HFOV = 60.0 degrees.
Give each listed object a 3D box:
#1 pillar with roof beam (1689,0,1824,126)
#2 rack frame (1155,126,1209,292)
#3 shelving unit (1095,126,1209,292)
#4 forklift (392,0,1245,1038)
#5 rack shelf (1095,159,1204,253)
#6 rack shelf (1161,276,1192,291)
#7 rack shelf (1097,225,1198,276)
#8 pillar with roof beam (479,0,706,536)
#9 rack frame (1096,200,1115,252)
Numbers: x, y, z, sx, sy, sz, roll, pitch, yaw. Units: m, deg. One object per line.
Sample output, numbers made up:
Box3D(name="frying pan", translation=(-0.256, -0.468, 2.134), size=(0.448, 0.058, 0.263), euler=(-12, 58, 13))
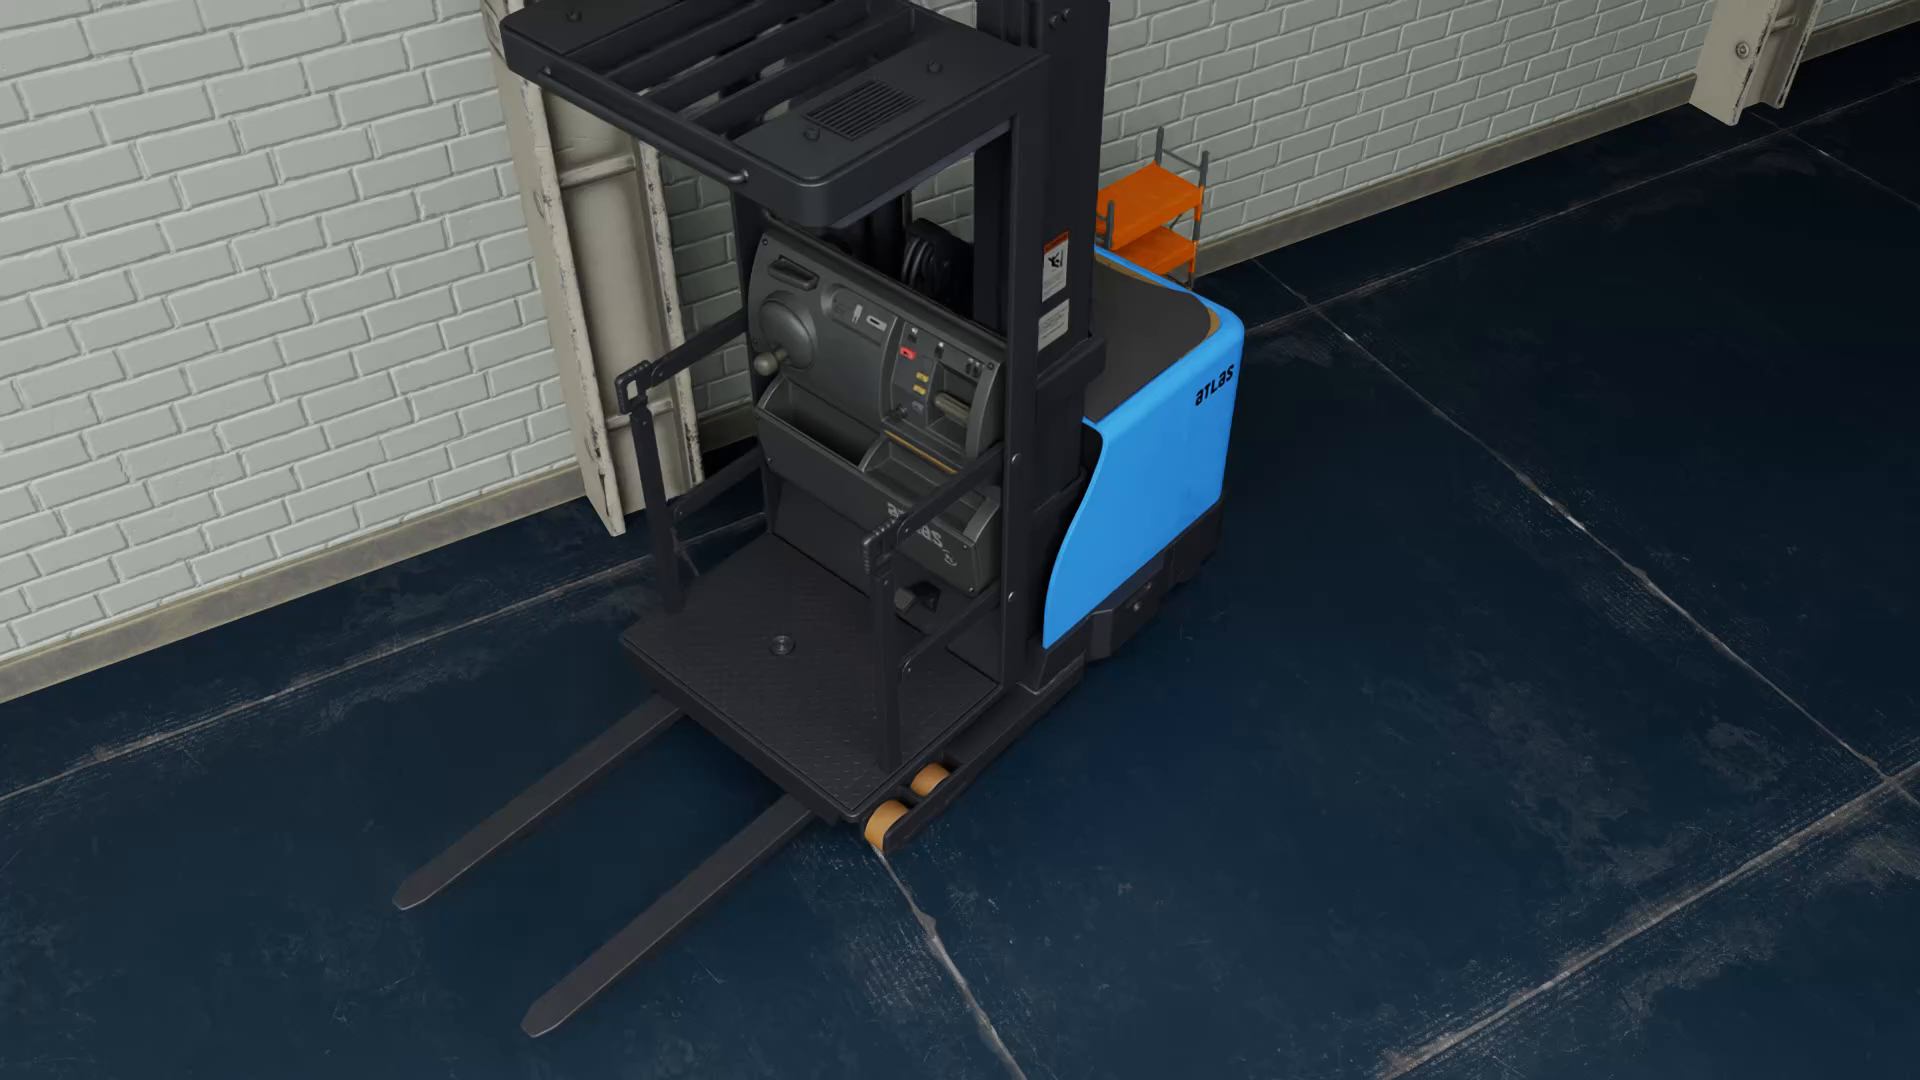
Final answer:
Box3D(name="pillar with roof beam", translation=(6.134, -2.884, 2.761), size=(0.400, 9.000, 9.100), euler=(-22, 48, -21))
Box3D(name="rack frame", translation=(0.809, -1.019, 6.439), size=(0.015, 1.200, 0.240), euler=(-32, 53, -29))
Box3D(name="shelving unit", translation=(0.628, -0.905, 6.321), size=(0.503, 1.200, 0.258), euler=(-32, 53, -29))
Box3D(name="forklift", translation=(-0.401, -0.474, 4.633), size=(1.130, 2.935, 3.031), euler=(32, 53, 29))
Box3D(name="rack shelf", translation=(0.628, -1.187, 6.047), size=(0.480, 0.148, 0.258), euler=(-32, 53, -29))
Box3D(name="rack shelf", translation=(0.628, -0.857, 6.368), size=(0.480, 0.148, 0.258), euler=(-32, 53, -29))
Box3D(name="rack shelf", translation=(0.628, -1.017, 6.212), size=(0.480, 0.148, 0.258), euler=(-32, 53, -29))
Box3D(name="pillar with roof beam", translation=(0.932, -0.803, 0.616), size=(0.400, 9.000, 9.100), euler=(-22, 48, -21))
Box3D(name="rack frame", translation=(0.448, -0.790, 6.203), size=(0.015, 1.200, 0.240), euler=(-32, 53, -29))
